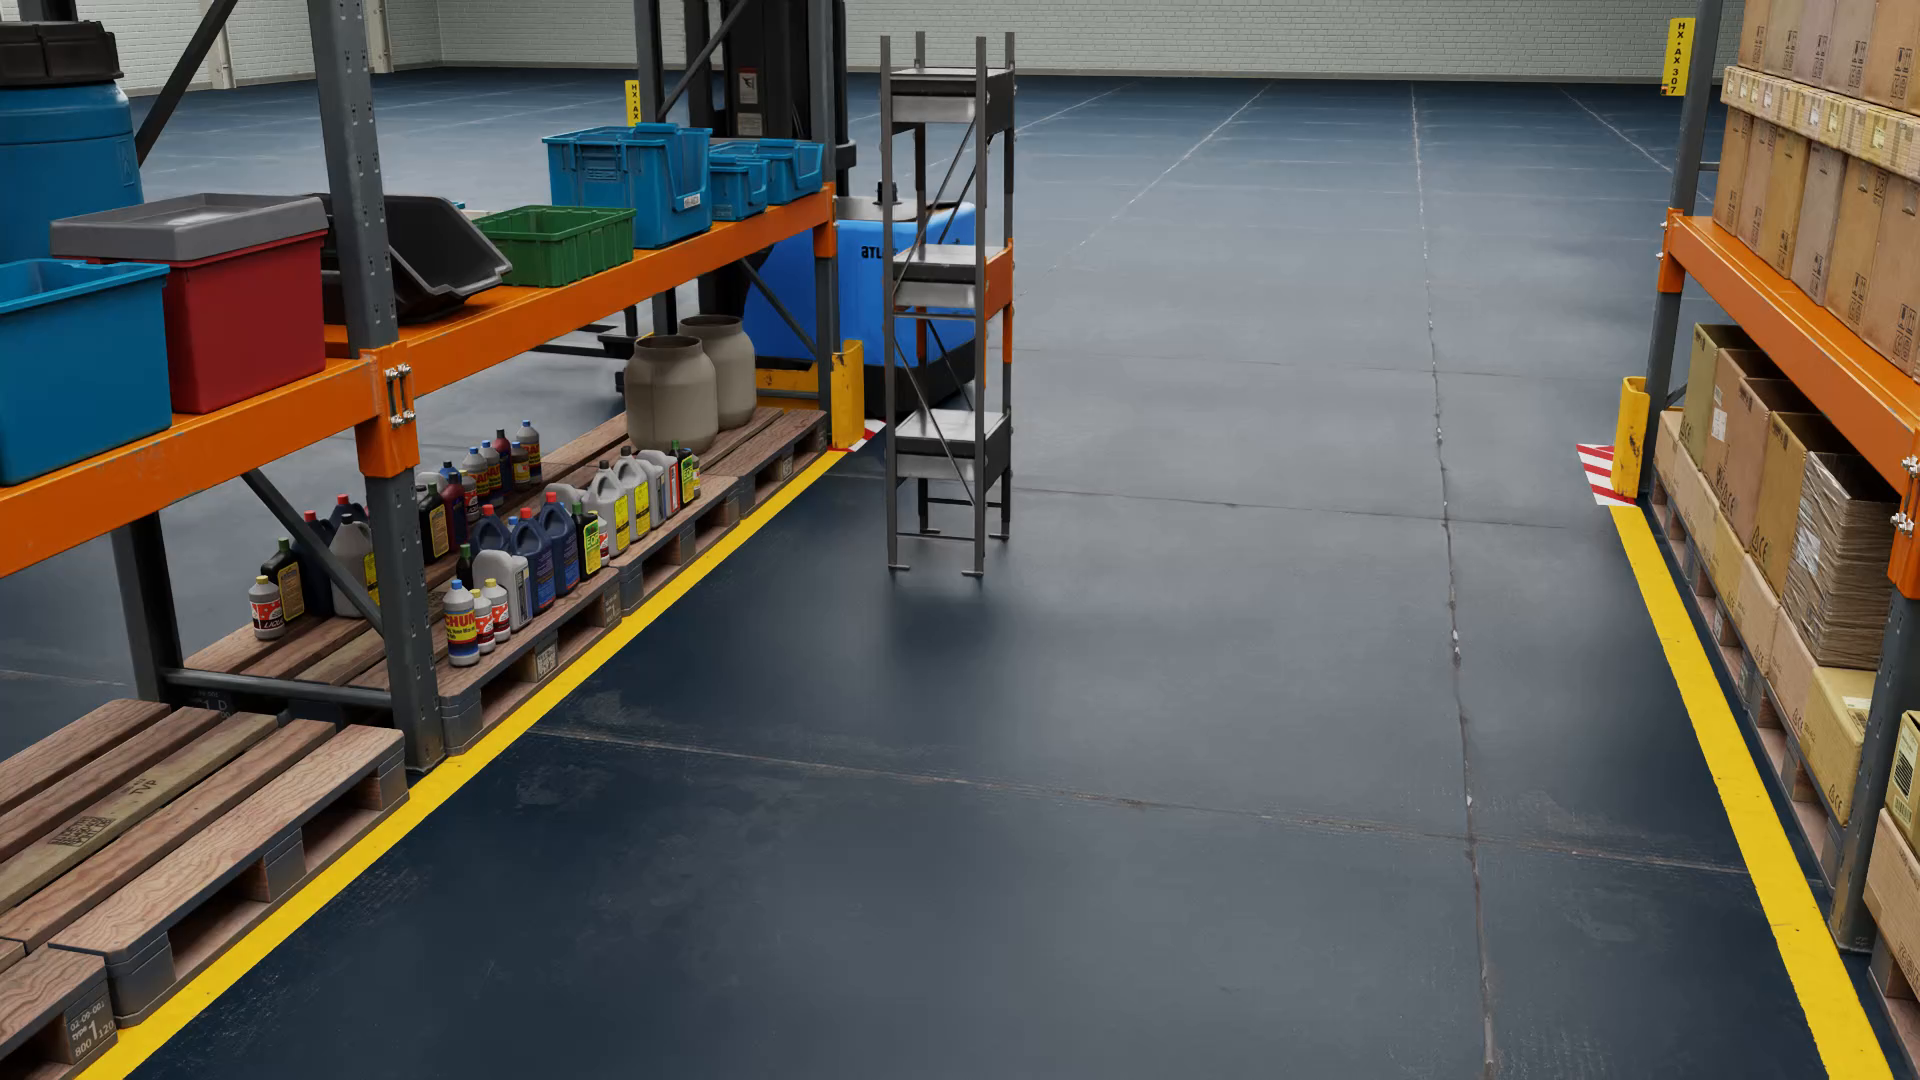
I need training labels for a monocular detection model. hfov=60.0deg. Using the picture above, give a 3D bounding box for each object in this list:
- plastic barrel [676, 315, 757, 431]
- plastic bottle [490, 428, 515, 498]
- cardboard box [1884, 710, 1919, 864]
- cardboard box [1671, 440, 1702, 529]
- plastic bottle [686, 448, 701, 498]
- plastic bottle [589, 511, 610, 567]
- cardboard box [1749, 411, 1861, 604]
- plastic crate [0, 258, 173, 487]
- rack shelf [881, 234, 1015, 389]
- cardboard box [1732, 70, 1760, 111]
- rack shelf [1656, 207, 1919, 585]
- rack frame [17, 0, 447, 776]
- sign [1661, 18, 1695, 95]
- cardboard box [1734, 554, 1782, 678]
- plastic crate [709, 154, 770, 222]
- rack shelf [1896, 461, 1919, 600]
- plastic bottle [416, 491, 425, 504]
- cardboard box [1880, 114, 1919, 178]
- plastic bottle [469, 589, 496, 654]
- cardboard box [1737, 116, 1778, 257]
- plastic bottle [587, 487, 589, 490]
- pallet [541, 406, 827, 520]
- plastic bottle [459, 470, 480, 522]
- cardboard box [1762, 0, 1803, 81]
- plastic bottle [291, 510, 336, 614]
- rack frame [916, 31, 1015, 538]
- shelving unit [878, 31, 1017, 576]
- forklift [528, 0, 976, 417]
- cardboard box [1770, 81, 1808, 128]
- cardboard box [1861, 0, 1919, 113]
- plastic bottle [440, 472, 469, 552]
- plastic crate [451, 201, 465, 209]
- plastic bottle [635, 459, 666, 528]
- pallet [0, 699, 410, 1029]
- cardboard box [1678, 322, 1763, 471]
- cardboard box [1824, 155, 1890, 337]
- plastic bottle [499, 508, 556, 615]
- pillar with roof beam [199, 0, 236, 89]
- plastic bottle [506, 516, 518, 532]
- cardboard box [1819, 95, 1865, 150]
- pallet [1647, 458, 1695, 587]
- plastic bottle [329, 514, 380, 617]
[{"bbox_3d":[-1.213,-0.821,8.151,0.421,0.512,0.421,0,19,0],"label":"plastic barrel"},{"bbox_3d":[-1.945,-0.322,7.011,0.061,0.283,0.133,5,19,14],"label":"plastic bottle"},{"bbox_3d":[2.356,0.581,3.583,0.500,0.311,0.500,5,19,14],"label":"cardboard box"},{"bbox_3d":[3.211,-0.210,6.765,0.500,0.250,0.500,5,19,13],"label":"cardboard box"},{"bbox_3d":[-1.150,-0.286,7.033,0.097,0.201,0.097,0,19,0],"label":"plastic bottle"},{"bbox_3d":[-1.366,-0.009,6.221,0.097,0.201,0.097,0,19,0],"label":"plastic bottle"},{"bbox_3d":[2.852,-0.094,5.266,0.500,0.500,0.500,5,19,13],"label":"cardboard box"},{"bbox_3d":[-2.072,-0.381,3.686,0.392,0.384,0.575,5,19,13],"label":"plastic crate"},{"bbox_3d":[-0.040,-0.929,6.701,0.431,0.518,0.480,5,19,13],"label":"rack shelf"},{"bbox_3d":[3.309,-1.785,6.615,0.380,0.149,0.250,4,19,12],"label":"cardboard box"},{"bbox_3d":[3.187,-0.653,5.570,1.077,0.370,4.000,5,19,13],"label":"rack shelf"},{"bbox_3d":[-2.104,-0.758,4.767,1.000,3.000,0.127,5,19,13],"label":"rack frame"},{"bbox_3d":[3.139,-2.113,7.270,0.100,0.325,0.005,5,19,13],"label":"sign"},{"bbox_3d":[2.840,0.260,5.390,0.500,0.250,0.500,5,19,13],"label":"cardboard box"},{"bbox_3d":[-1.123,-1.558,7.339,0.499,0.251,0.408,5,19,13],"label":"plastic crate"},{"bbox_3d":[2.210,0.601,1.900,1.077,0.370,4.000,5,19,13],"label":"rack shelf"},{"bbox_3d":[-2.100,-0.099,6.255,0.144,0.351,0.185,5,19,13],"label":"plastic bottle"},{"bbox_3d":[2.744,-1.065,4.505,0.380,0.149,0.250,5,19,13],"label":"cardboard box"},{"bbox_3d":[-1.576,0.260,5.433,0.097,0.201,0.097,0,19,0],"label":"plastic bottle"},{"bbox_3d":[3.426,-1.357,6.365,0.700,0.500,0.500,5,20,15],"label":"cardboard box"},{"bbox_3d":[-1.436,-0.109,6.515,0.097,0.201,0.097,0,19,0],"label":"plastic bottle"},{"bbox_3d":[-1.303,-0.411,8.064,1.003,0.211,1.213,5,19,13],"label":"pallet"},{"bbox_3d":[-2.004,-0.183,6.730,0.097,0.201,0.097,0,19,0],"label":"plastic bottle"},{"bbox_3d":[3.413,-1.954,6.106,0.700,0.500,0.500,4,19,12],"label":"cardboard box"},{"bbox_3d":[-2.226,0.062,5.782,0.144,0.351,0.185,4,19,12],"label":"plastic bottle"},{"bbox_3d":[0.019,-1.018,6.920,0.400,2.100,0.015,5,19,13],"label":"rack frame"},{"bbox_3d":[-0.040,-0.942,6.696,0.431,2.100,0.503,5,19,13],"label":"shelving unit"},{"bbox_3d":[-1.450,-2.332,9.480,3.031,2.935,1.130,7,20,19],"label":"forklift"},{"bbox_3d":[3.121,-1.544,5.910,0.380,0.149,0.250,4,19,12],"label":"cardboard box"},{"bbox_3d":[3.046,-1.482,4.725,0.700,0.500,0.500,5,19,13],"label":"cardboard box"},{"bbox_3d":[-1.953,-0.110,6.390,0.061,0.283,0.133,5,19,13],"label":"plastic bottle"},{"bbox_3d":[-2.097,-1.056,5.870,0.499,0.251,0.616,5,19,13],"label":"plastic crate"},{"bbox_3d":[-1.272,-0.201,6.668,0.152,0.276,0.135,4,19,12],"label":"plastic bottle"},{"bbox_3d":[-2.258,0.810,4.489,1.003,0.211,1.213,5,19,13],"label":"pallet"},{"bbox_3d":[3.209,-0.565,6.645,0.500,0.500,0.500,5,19,13],"label":"cardboard box"},{"bbox_3d":[3.050,-0.876,4.956,0.700,0.500,0.500,5,19,14],"label":"cardboard box"},{"bbox_3d":[-1.504,0.067,5.769,0.144,0.351,0.185,5,20,15],"label":"plastic bottle"},{"bbox_3d":[-11.359,-13.451,32.647,9.100,9.000,0.400,5,19,13],"label":"pillar with roof beam"},{"bbox_3d":[-1.586,0.049,5.943,0.097,0.271,0.097,0,19,0],"label":"plastic bottle"},{"bbox_3d":[2.931,-1.304,5.206,0.380,0.149,0.250,5,20,15],"label":"cardboard box"},{"bbox_3d":[3.530,-0.057,7.029,1.003,0.211,1.213,5,19,13],"label":"pallet"},{"bbox_3d":[-2.086,0.074,5.749,0.144,0.351,0.185,5,19,13],"label":"plastic bottle"}]
